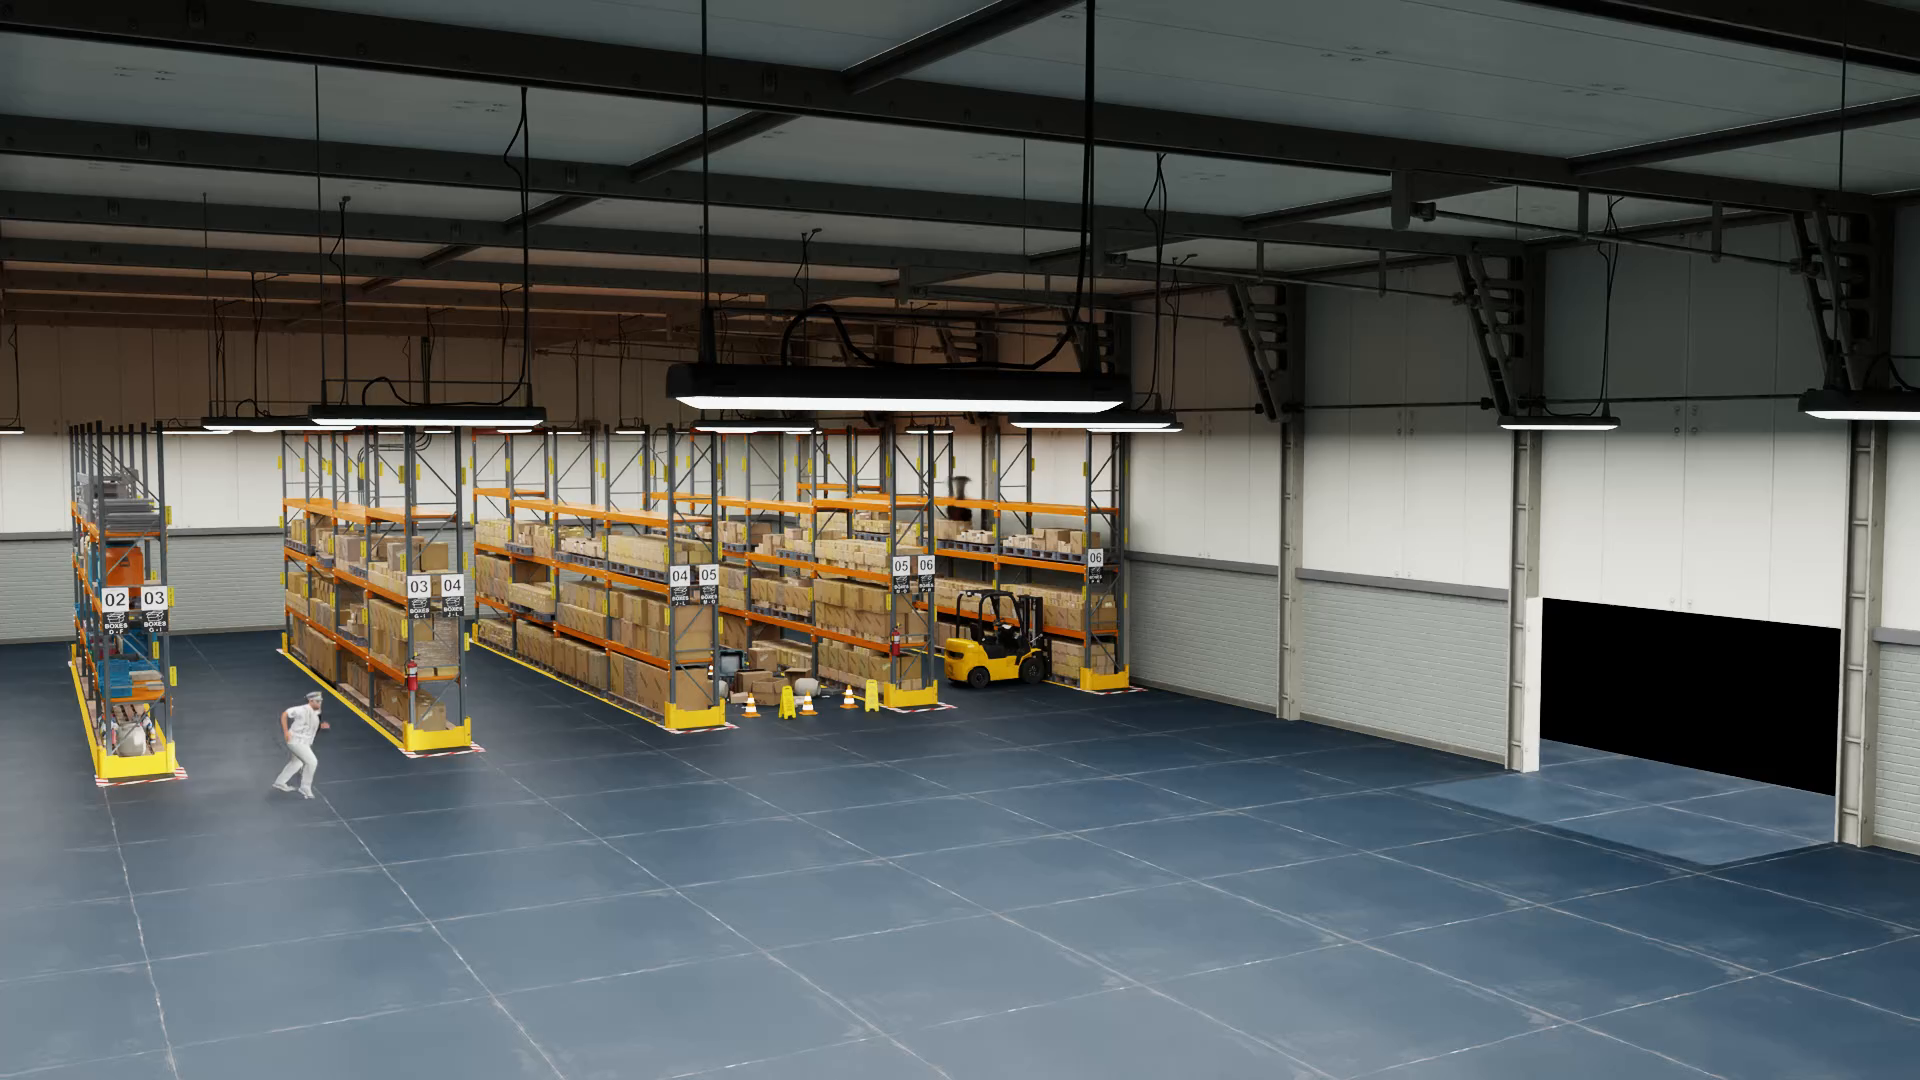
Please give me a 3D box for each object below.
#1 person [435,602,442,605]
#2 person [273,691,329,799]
[{"bbox_3d":[-14.718,1.988,46.413,0.679,1.713,0.762,-1,4,-9],"label":"person"},{"bbox_3d":[-10.504,3.275,26.448,0.974,1.763,0.700,1,4,9],"label":"person"}]
